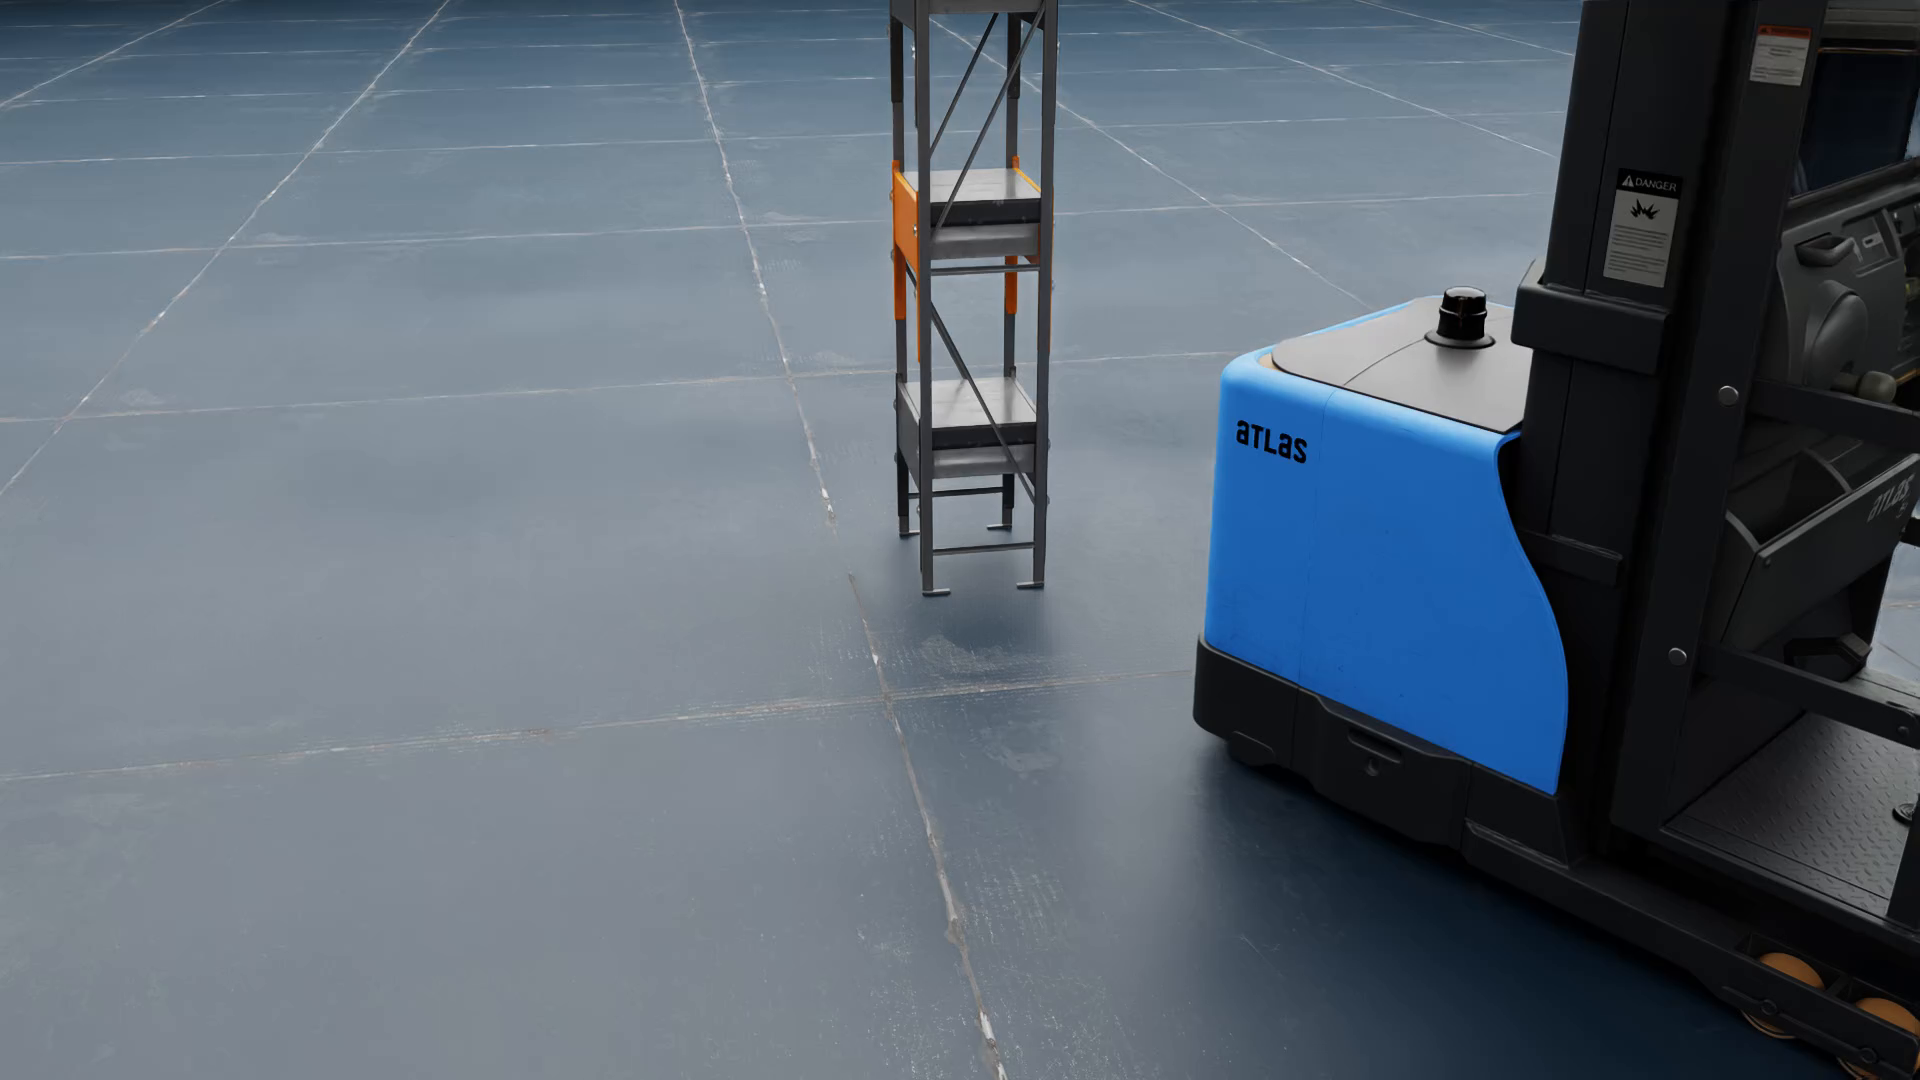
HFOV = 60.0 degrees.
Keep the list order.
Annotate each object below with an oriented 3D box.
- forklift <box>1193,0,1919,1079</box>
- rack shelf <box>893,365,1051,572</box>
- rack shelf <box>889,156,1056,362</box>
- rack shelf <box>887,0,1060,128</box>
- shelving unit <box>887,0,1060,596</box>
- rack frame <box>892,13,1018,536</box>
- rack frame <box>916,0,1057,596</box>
[{"bbox_3d":[1.994,-0.497,3.227,1.130,2.935,3.031,-20,31,-38],"label":"forklift"},{"bbox_3d":[0.031,-0.243,5.466,0.431,0.518,0.480,-4,24,-10],"label":"rack shelf"},{"bbox_3d":[0.031,-0.885,5.186,0.431,0.518,0.480,-4,24,-10],"label":"rack shelf"},{"bbox_3d":[0.031,-1.526,4.906,0.431,0.518,0.480,-4,24,-10],"label":"rack shelf"},{"bbox_3d":[0.031,-0.897,5.181,0.431,2.100,0.503,-4,24,-10],"label":"shelving unit"},{"bbox_3d":[-0.015,-0.993,5.400,0.400,2.100,0.015,-4,24,-10],"label":"rack frame"},{"bbox_3d":[0.076,-0.801,4.961,0.400,2.100,0.015,-4,24,-10],"label":"rack frame"}]
